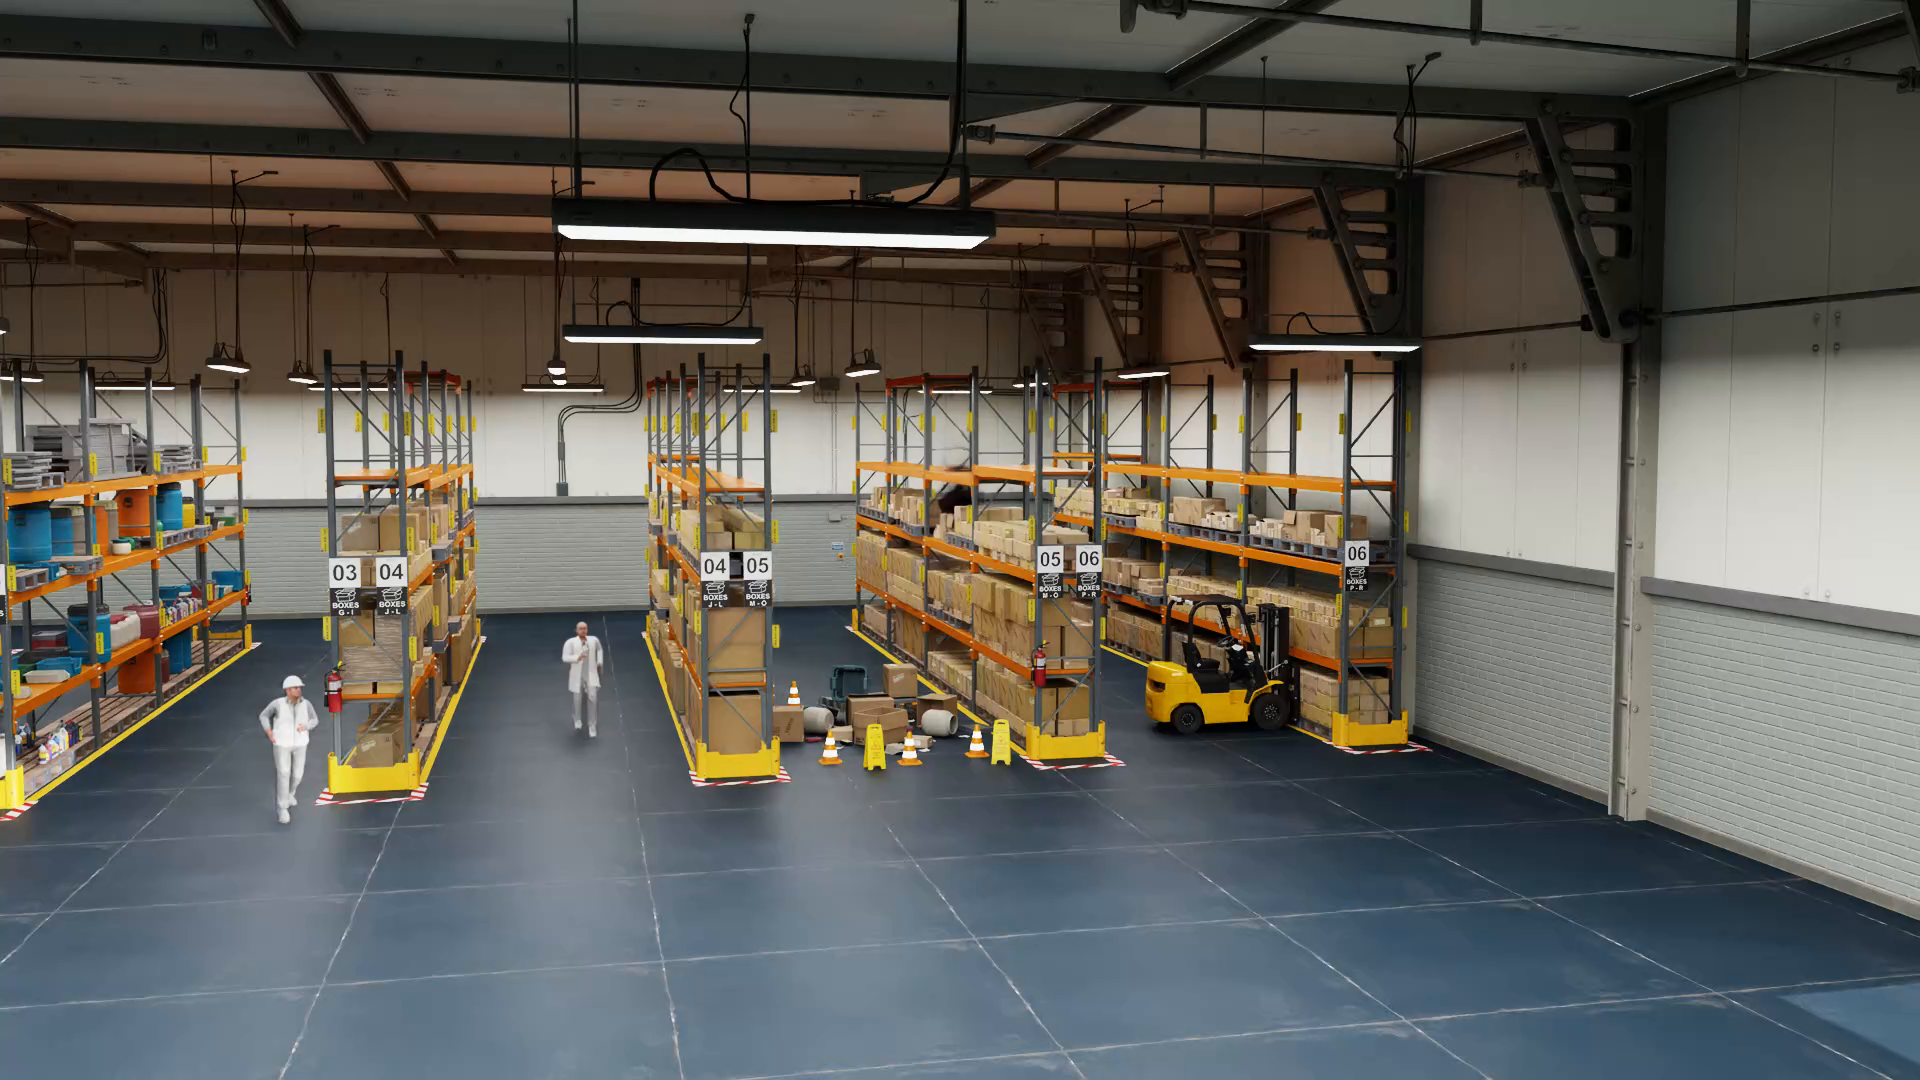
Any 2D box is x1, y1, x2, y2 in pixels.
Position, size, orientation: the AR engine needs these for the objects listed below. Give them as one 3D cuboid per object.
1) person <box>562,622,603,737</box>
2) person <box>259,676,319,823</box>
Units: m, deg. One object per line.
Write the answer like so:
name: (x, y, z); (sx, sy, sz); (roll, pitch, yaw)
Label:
person: (-6.100, 2.238, 26.922); (0.677, 1.846, 0.866); (-1, 4, -20)
person: (-8.564, 2.635, 21.346); (0.660, 1.776, 0.952); (-3, 5, -40)
